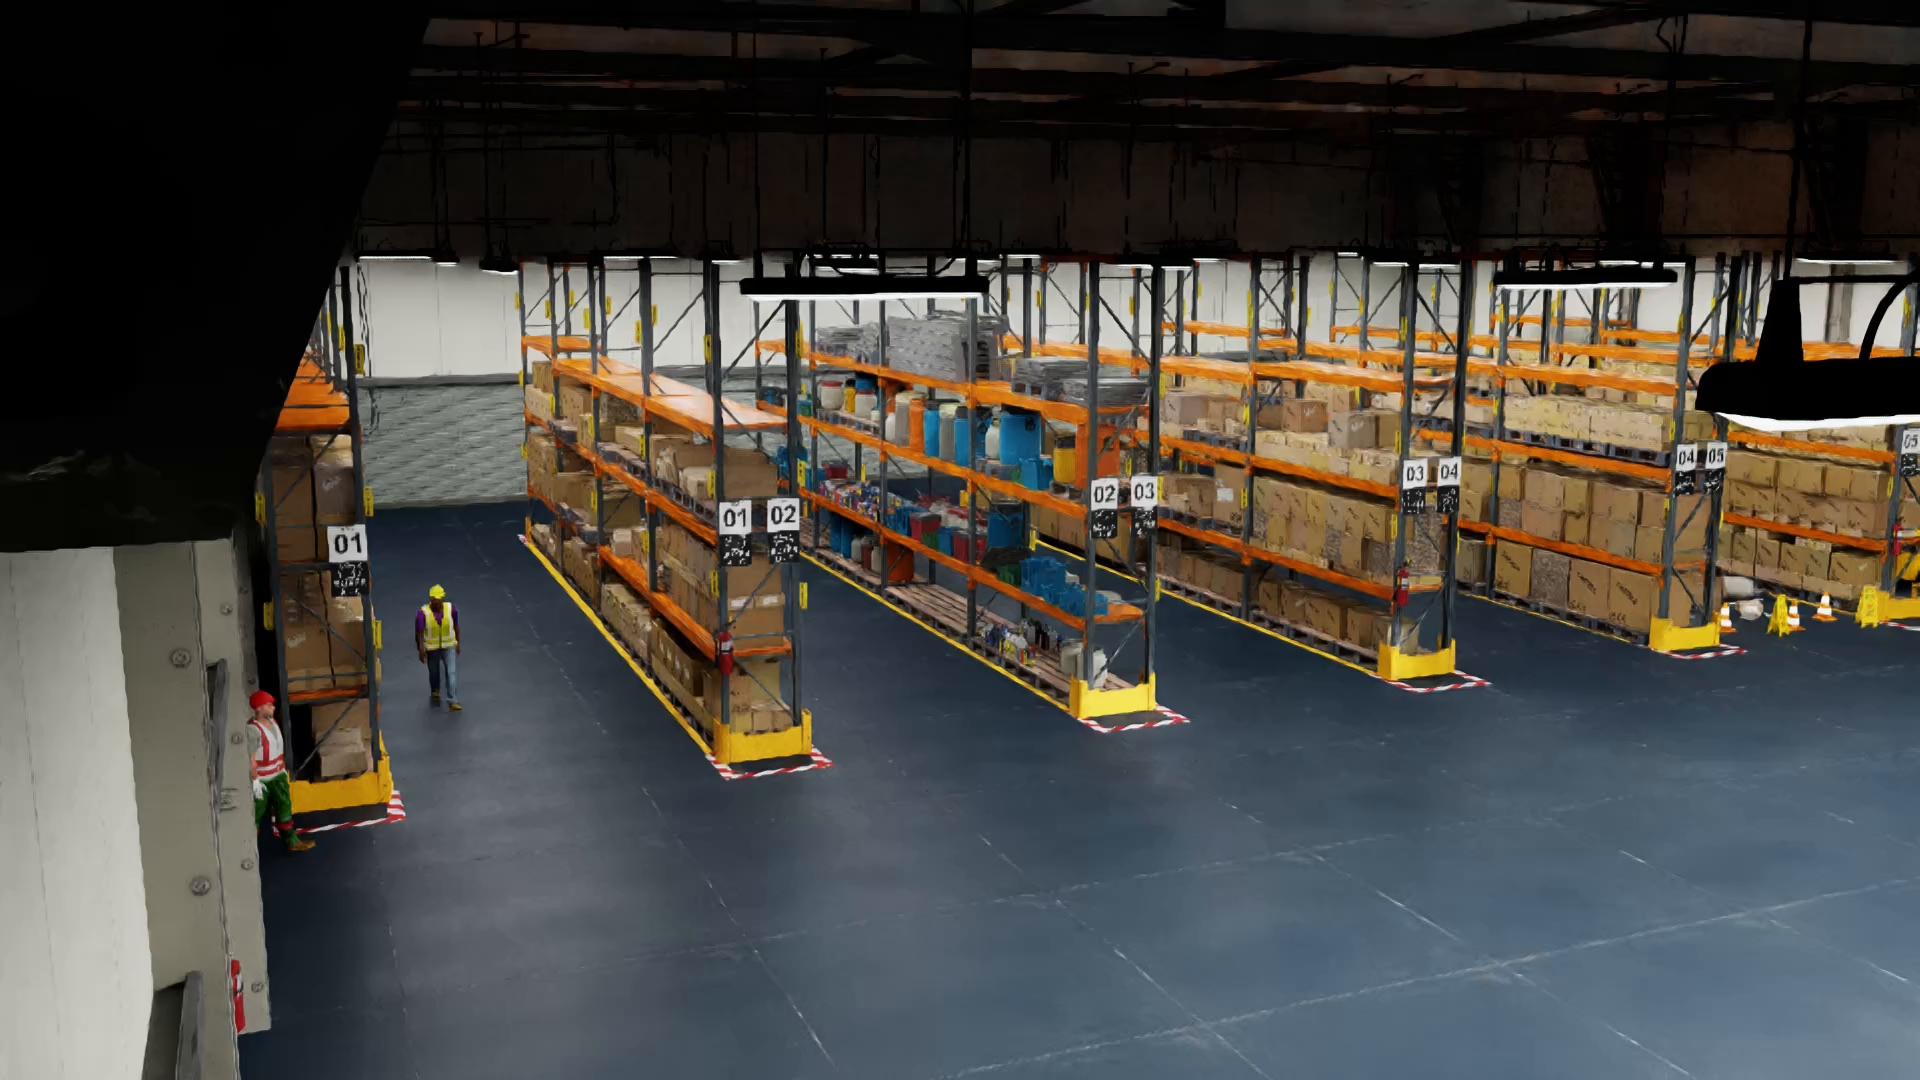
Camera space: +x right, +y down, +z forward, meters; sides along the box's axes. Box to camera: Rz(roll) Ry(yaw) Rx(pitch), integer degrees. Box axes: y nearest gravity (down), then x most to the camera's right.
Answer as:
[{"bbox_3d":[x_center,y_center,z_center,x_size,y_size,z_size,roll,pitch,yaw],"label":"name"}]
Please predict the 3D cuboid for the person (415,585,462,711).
[{"bbox_3d":[-7.048,1.428,22.482,0.577,1.691,1.121,-4,11,-20],"label":"person"}]

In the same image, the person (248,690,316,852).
[{"bbox_3d":[-7.039,2.389,16.948,0.532,1.786,0.692,2,11,11],"label":"person"}]

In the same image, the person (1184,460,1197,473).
[{"bbox_3d":[6.080,-2.403,43.801,0.457,1.586,0.531,5,12,28],"label":"person"}]
